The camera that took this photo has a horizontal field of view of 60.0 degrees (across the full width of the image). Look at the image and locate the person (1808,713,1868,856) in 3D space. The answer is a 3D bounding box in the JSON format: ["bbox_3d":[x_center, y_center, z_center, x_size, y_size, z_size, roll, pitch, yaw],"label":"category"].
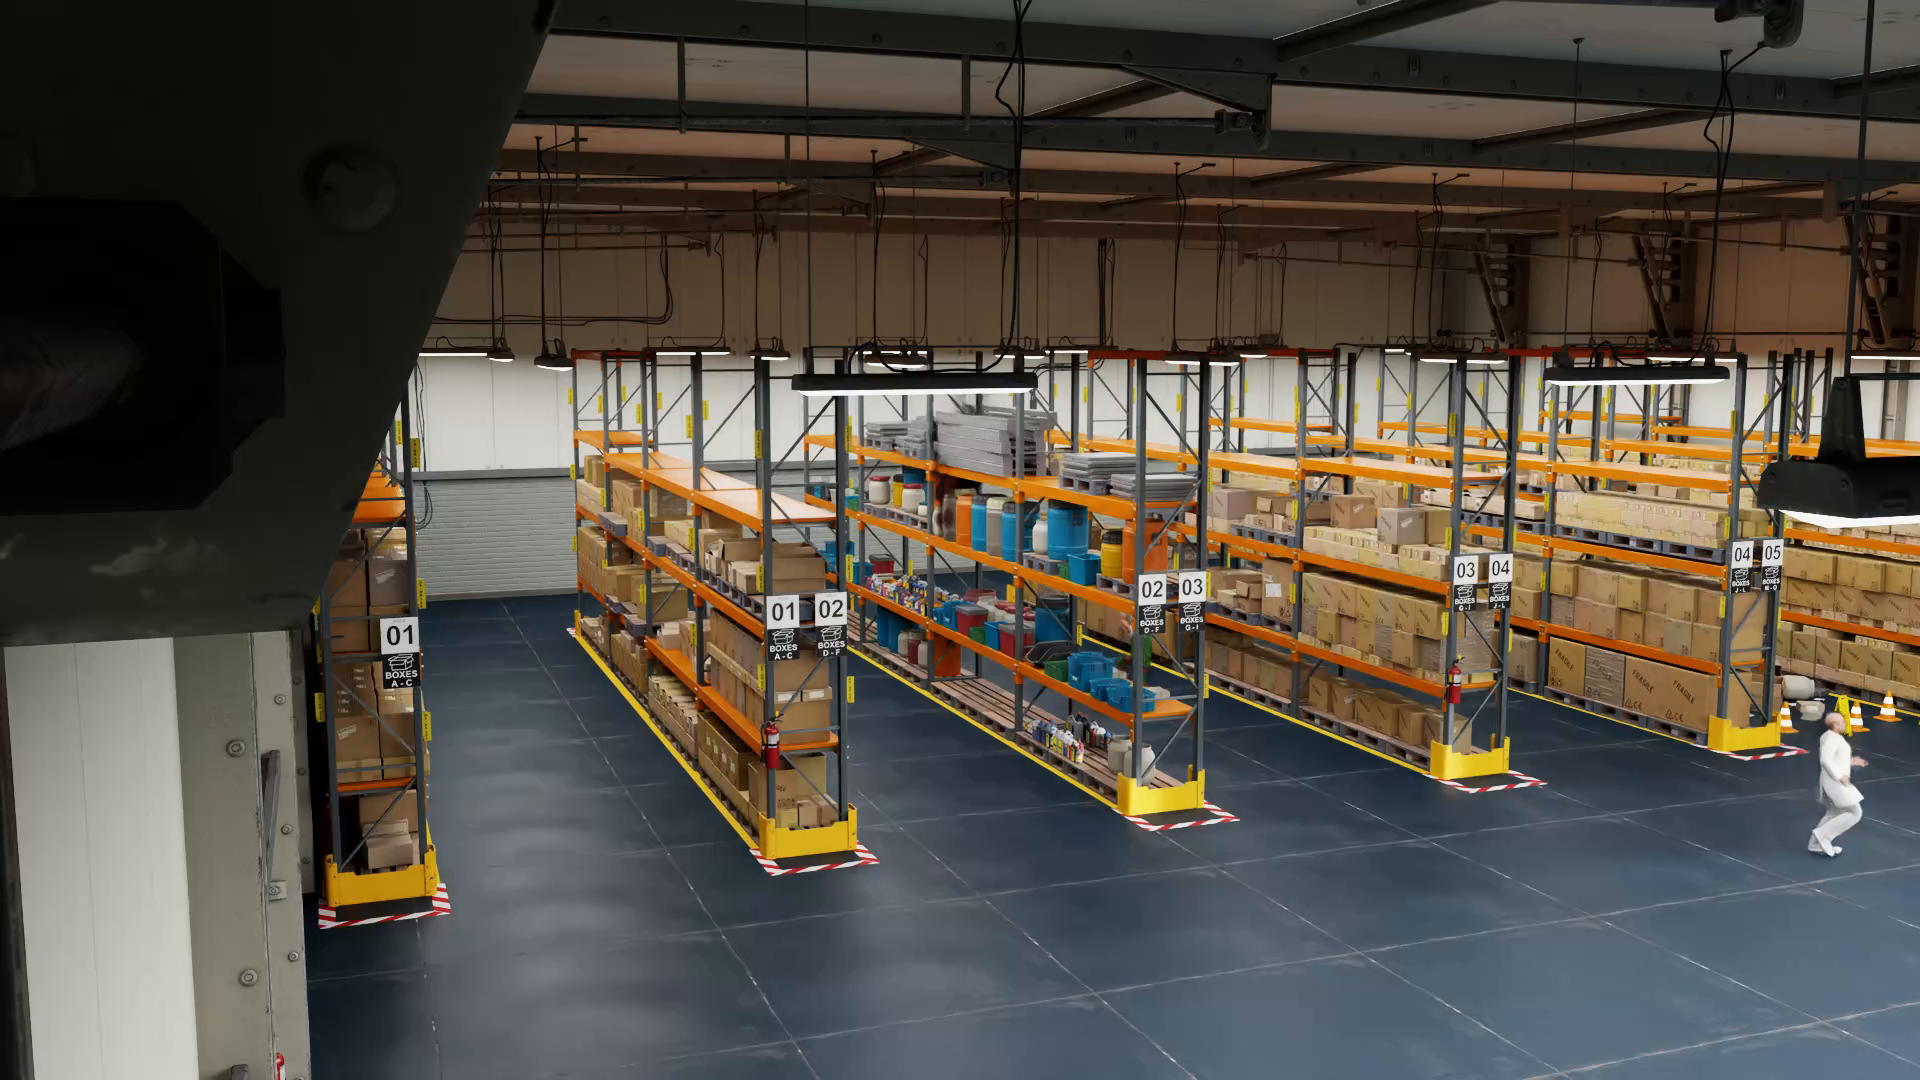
[{"bbox_3d":[10.678,2.962,20.144,0.642,1.744,0.694,2,7,13],"label":"person"}]

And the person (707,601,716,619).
[{"bbox_3d":[-5.091,1.242,34.036,0.689,1.750,0.603,-3,8,-24],"label":"person"}]

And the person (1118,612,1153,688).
[{"bbox_3d":[3.039,1.639,28.497,0.655,1.771,0.744,-5,9,-34],"label":"person"}]

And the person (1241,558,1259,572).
[{"bbox_3d":[7.328,0.275,42.177,0.513,1.674,0.575,-2,7,-13],"label":"person"}]
